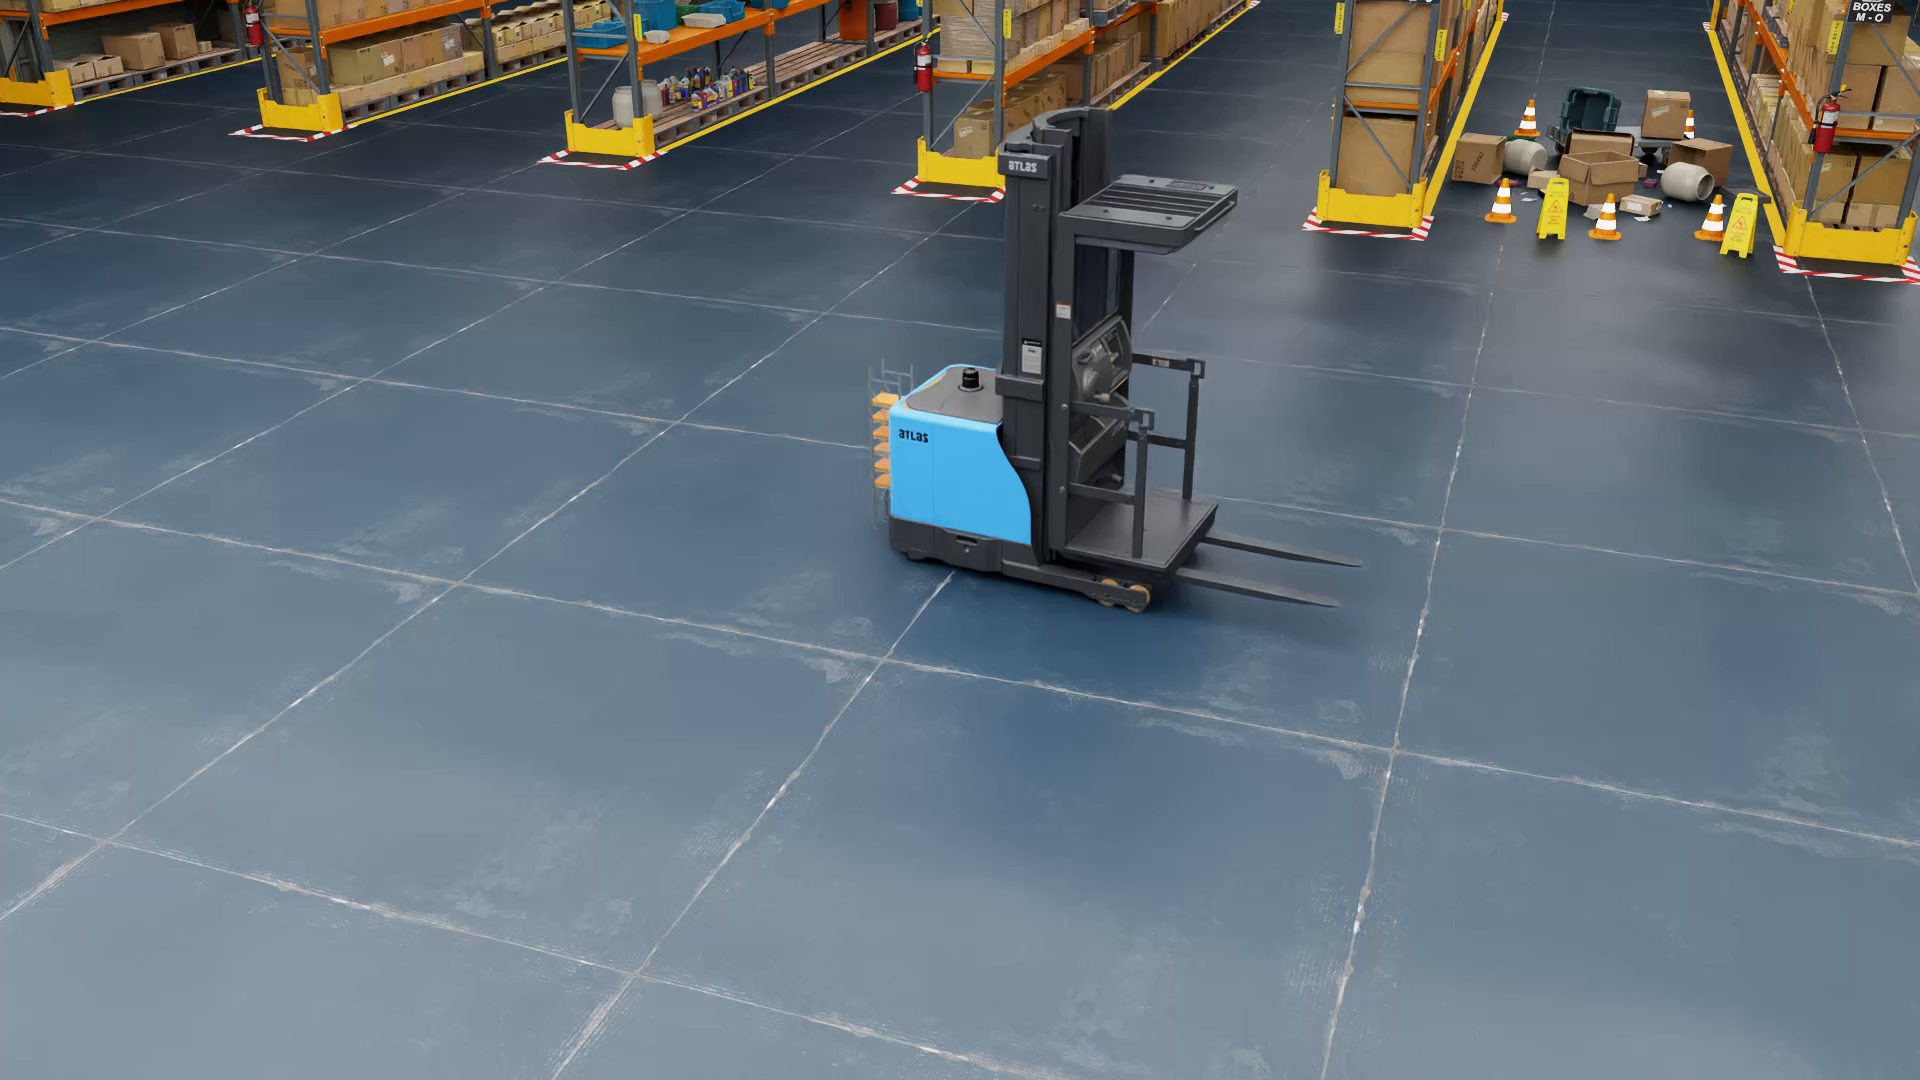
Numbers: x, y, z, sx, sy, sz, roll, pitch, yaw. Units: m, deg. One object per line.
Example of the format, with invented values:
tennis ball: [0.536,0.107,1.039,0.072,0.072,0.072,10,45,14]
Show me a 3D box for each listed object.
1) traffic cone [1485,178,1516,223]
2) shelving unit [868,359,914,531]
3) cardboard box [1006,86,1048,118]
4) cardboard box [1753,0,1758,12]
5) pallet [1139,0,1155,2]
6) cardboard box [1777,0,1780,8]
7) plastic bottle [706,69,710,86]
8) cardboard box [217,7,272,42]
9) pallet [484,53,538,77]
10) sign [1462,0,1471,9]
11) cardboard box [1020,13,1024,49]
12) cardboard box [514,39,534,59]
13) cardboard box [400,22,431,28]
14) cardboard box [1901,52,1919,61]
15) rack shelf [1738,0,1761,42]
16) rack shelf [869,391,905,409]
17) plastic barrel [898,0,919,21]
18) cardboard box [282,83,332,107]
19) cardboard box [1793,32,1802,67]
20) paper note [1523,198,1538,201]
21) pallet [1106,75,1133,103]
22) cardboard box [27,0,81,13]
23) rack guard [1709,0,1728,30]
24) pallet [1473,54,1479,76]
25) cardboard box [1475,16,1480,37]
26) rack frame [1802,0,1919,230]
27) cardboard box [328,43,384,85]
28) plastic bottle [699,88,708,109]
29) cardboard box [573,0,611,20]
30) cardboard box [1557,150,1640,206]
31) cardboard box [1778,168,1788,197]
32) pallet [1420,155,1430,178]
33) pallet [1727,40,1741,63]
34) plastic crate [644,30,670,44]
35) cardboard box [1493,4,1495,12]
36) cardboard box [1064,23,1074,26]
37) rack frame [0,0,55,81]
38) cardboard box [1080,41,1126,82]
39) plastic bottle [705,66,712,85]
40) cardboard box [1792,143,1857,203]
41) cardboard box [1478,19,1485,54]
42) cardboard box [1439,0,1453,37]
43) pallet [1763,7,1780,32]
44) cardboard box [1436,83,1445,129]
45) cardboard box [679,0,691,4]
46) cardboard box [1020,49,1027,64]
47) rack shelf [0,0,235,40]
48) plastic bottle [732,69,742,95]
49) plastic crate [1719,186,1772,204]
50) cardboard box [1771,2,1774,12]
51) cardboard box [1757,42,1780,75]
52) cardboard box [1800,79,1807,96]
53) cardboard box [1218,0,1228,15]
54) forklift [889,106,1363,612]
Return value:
traffic cone: [6.201,-3.890,18.978,0.336,0.463,0.334,9,27,17]
shelving unit: [-0.460,-0.628,11.391,0.258,1.200,0.189,11,28,23]
cardboard box: [0.886,-5.827,22.452,0.500,0.500,0.500,6,27,13]
cardboard box: [12.127,-8.021,24.771,0.500,0.250,0.500,9,27,18]
pallet: [2.567,-8.674,26.166,1.213,0.211,1.003,9,27,17]
cardboard box: [11.344,-7.413,22.405,0.500,0.500,0.500,9,27,18]
plastic bottle: [-3.799,-6.899,24.892,0.061,0.283,0.133,9,27,17]
cardboard box: [-12.411,-8.957,28.895,0.700,0.500,0.500,10,27,19]
pallet: [-7.760,-7.916,27.581,1.003,0.211,1.213,9,27,17]
sign: [6.540,-7.009,21.423,0.100,0.325,0.005,9,27,17]
cardboard box: [0.304,-6.404,20.803,0.875,0.500,0.500,9,27,17]
cardboard box: [-7.429,-8.154,27.545,0.500,0.250,0.500,9,27,19]
cardboard box: [-8.577,-7.800,25.954,0.500,0.500,0.500,9,27,17]
cardboard box: [9.975,-4.890,17.675,0.500,0.500,0.500,10,27,19]
rack shelf: [12.714,-8.129,25.647,1.077,0.370,4.000,9,27,17]
rack shelf: [-0.462,-0.912,11.254,0.258,0.103,0.180,11,28,23]
plastic barrel: [-1.069,-10.163,30.947,0.600,0.901,0.708,9,27,17]
cardboard box: [-9.399,-6.433,23.992,0.500,0.250,0.500,9,27,17]
cardboard box: [10.163,-5.816,19.588,0.500,0.500,0.500,9,27,17]
paper note: [6.794,-4.064,19.834,0.144,0.017,0.142,20,32,35]
pallet: [2.034,-6.993,25.674,1.003,0.211,1.213,9,27,17]
cardboard box: [-13.510,-8.032,24.769,0.500,0.250,0.500,8,27,16]
rack guard: [14.719,-9.803,31.148,1.175,0.500,0.348,9,27,17]
pallet: [8.016,-7.873,27.492,1.003,0.211,1.213,9,27,17]
cardboard box: [7.974,-8.166,26.422,0.500,0.250,0.500,8,27,17]
rack frame: [9.387,-4.344,17.002,1.000,3.000,0.127,9,27,17]
cardboard box: [-8.746,-6.902,24.099,0.500,0.500,0.500,9,27,17]
plastic bottle: [-3.640,-6.265,23.582,0.061,0.283,0.133,9,27,18]
cardboard box: [-6.579,-9.459,29.598,0.500,0.311,0.500,9,27,19]
cardboard box: [7.584,-4.309,19.796,0.797,0.503,0.637,-9,27,-18]
cardboard box: [9.751,-4.094,19.160,0.500,0.250,0.500,8,27,16]
pallet: [5.285,-4.604,20.741,1.003,0.211,1.213,9,27,17]
pallet: [13.707,-8.321,28.417,1.003,0.211,1.213,9,27,17]
plastic crate: [-4.028,-6.701,22.175,0.298,0.136,0.250,9,27,17]
cardboard box: [9.771,-9.948,31.026,0.380,0.149,0.250,9,27,18]
cardboard box: [1.346,-6.985,22.746,0.380,0.149,0.250,9,27,17]
rack frame: [-13.972,-7.936,24.421,1.000,3.000,0.127,9,27,17]
cardboard box: [2.145,-7.399,25.677,0.700,0.500,0.500,11,28,22]
plastic bottle: [-3.818,-7.045,25.209,0.097,0.271,0.097,0,26,0]
cardboard box: [9.407,-4.000,18.105,0.500,0.500,0.500,9,27,18]
cardboard box: [8.498,-8.464,27.899,0.500,0.500,0.500,8,27,16]
cardboard box: [5.256,-6.170,19.364,0.875,0.550,0.550,9,27,17]
pallet: [11.912,-7.236,23.198,1.213,0.211,1.003,9,27,17]
cardboard box: [6.138,-6.108,22.747,1.050,0.750,0.750,9,27,17]
cardboard box: [-5.539,-10.571,32.228,0.500,0.500,0.500,9,27,18]
cardboard box: [0.623,-6.056,20.828,0.380,0.149,0.250,9,27,17]
rack shelf: [-13.306,-8.434,26.276,1.077,0.370,4.000,9,27,17]
plastic bottle: [-3.305,-6.763,24.535,0.144,0.351,0.185,7,27,15]
plastic crate: [9.422,-4.147,19.947,0.402,0.080,0.583,0,26,-1]
cardboard box: [11.505,-7.383,23.087,0.380,0.149,0.250,7,27,14]
cardboard box: [12.357,-7.136,24.725,0.875,0.875,0.875,8,27,17]
cardboard box: [9.818,-5.159,18.976,0.380,0.149,0.250,9,27,17]
cardboard box: [4.629,-10.574,31.827,0.875,0.875,0.875,9,27,17]
forklift: [1.079,-1.128,10.440,3.031,2.935,1.130,12,28,23]
